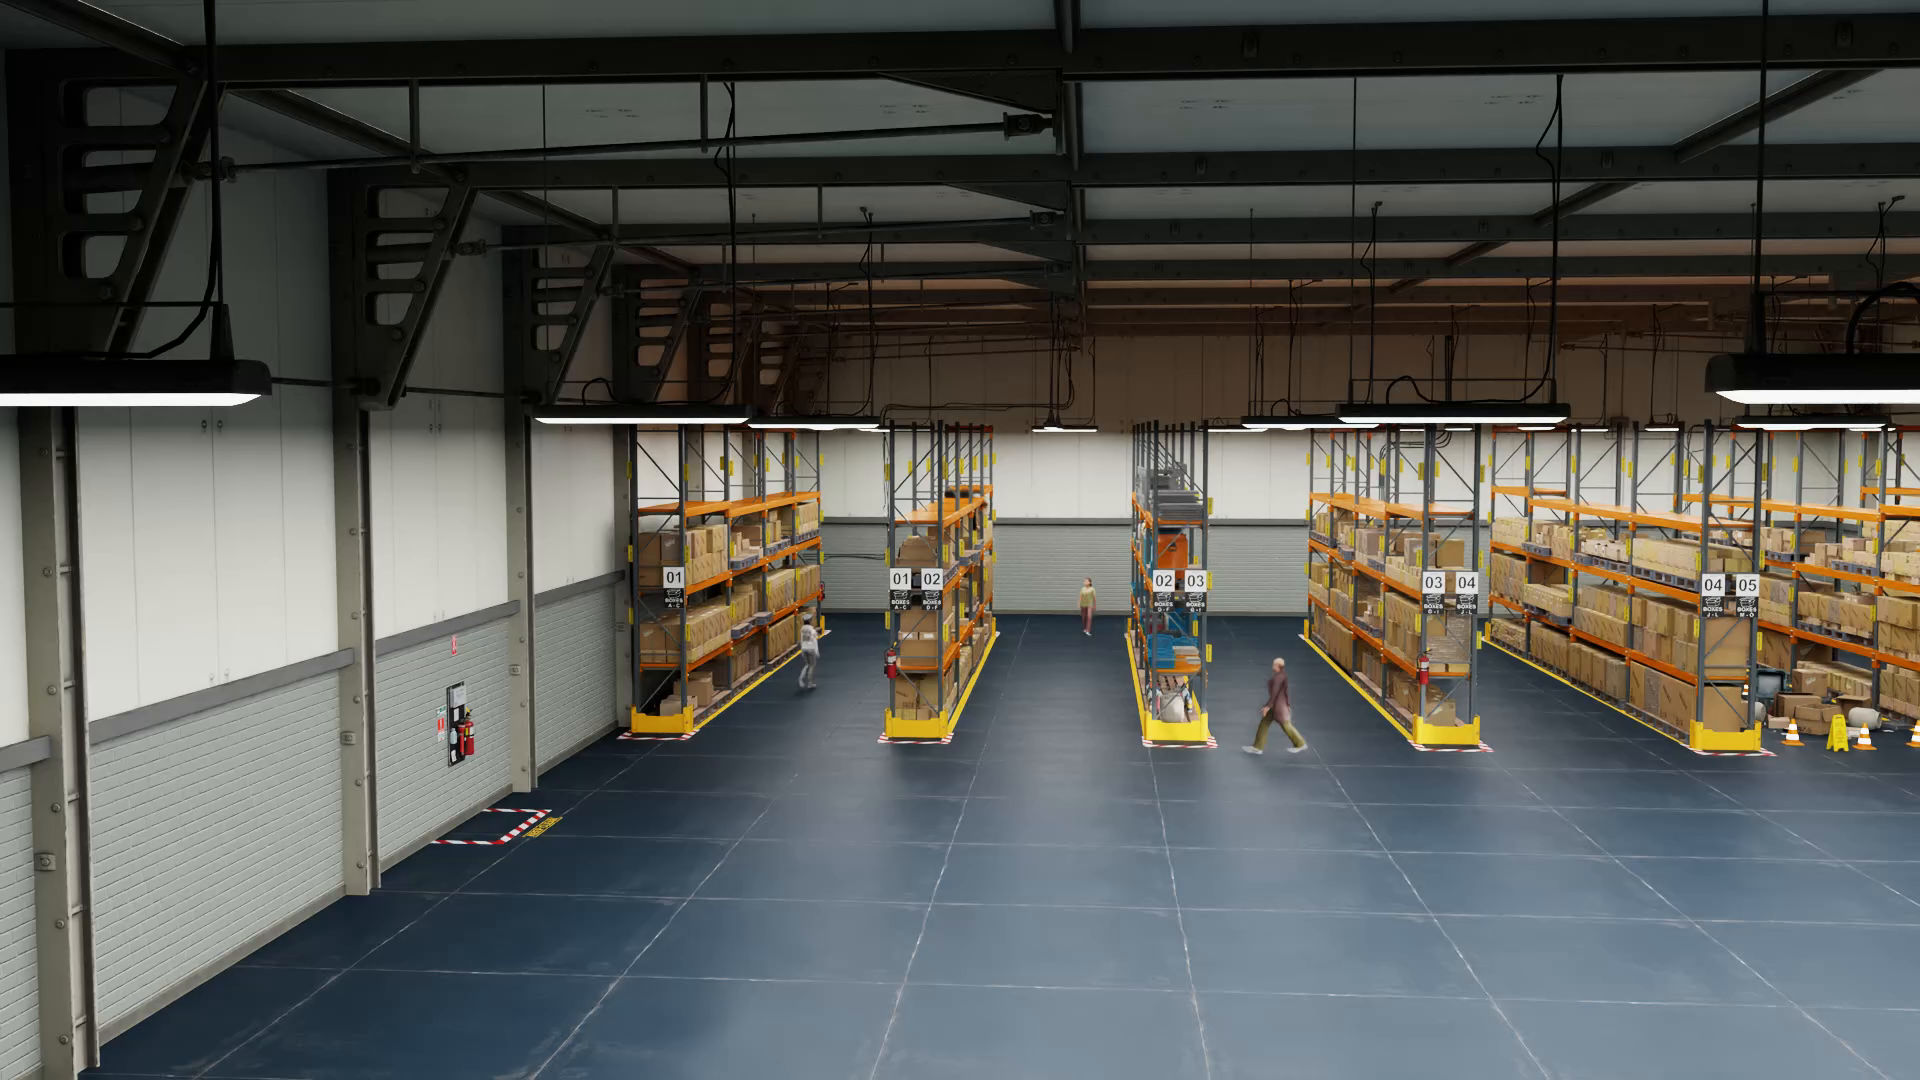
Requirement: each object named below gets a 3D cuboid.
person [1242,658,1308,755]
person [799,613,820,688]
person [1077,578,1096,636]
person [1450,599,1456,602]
[{"bbox_3d":[5.647,2.972,29.682,1.117,1.737,0.529,-1,4,-16],"label":"person"},{"bbox_3d":[-3.409,2.494,37.476,0.495,1.687,0.452,3,5,40],"label":"person"},{"bbox_3d":[3.626,1.899,47.575,0.522,1.618,0.974,1,4,10],"label":"person"},{"bbox_3d":[13.243,2.100,44.845,0.635,1.578,0.451,-3,5,-43],"label":"person"}]
